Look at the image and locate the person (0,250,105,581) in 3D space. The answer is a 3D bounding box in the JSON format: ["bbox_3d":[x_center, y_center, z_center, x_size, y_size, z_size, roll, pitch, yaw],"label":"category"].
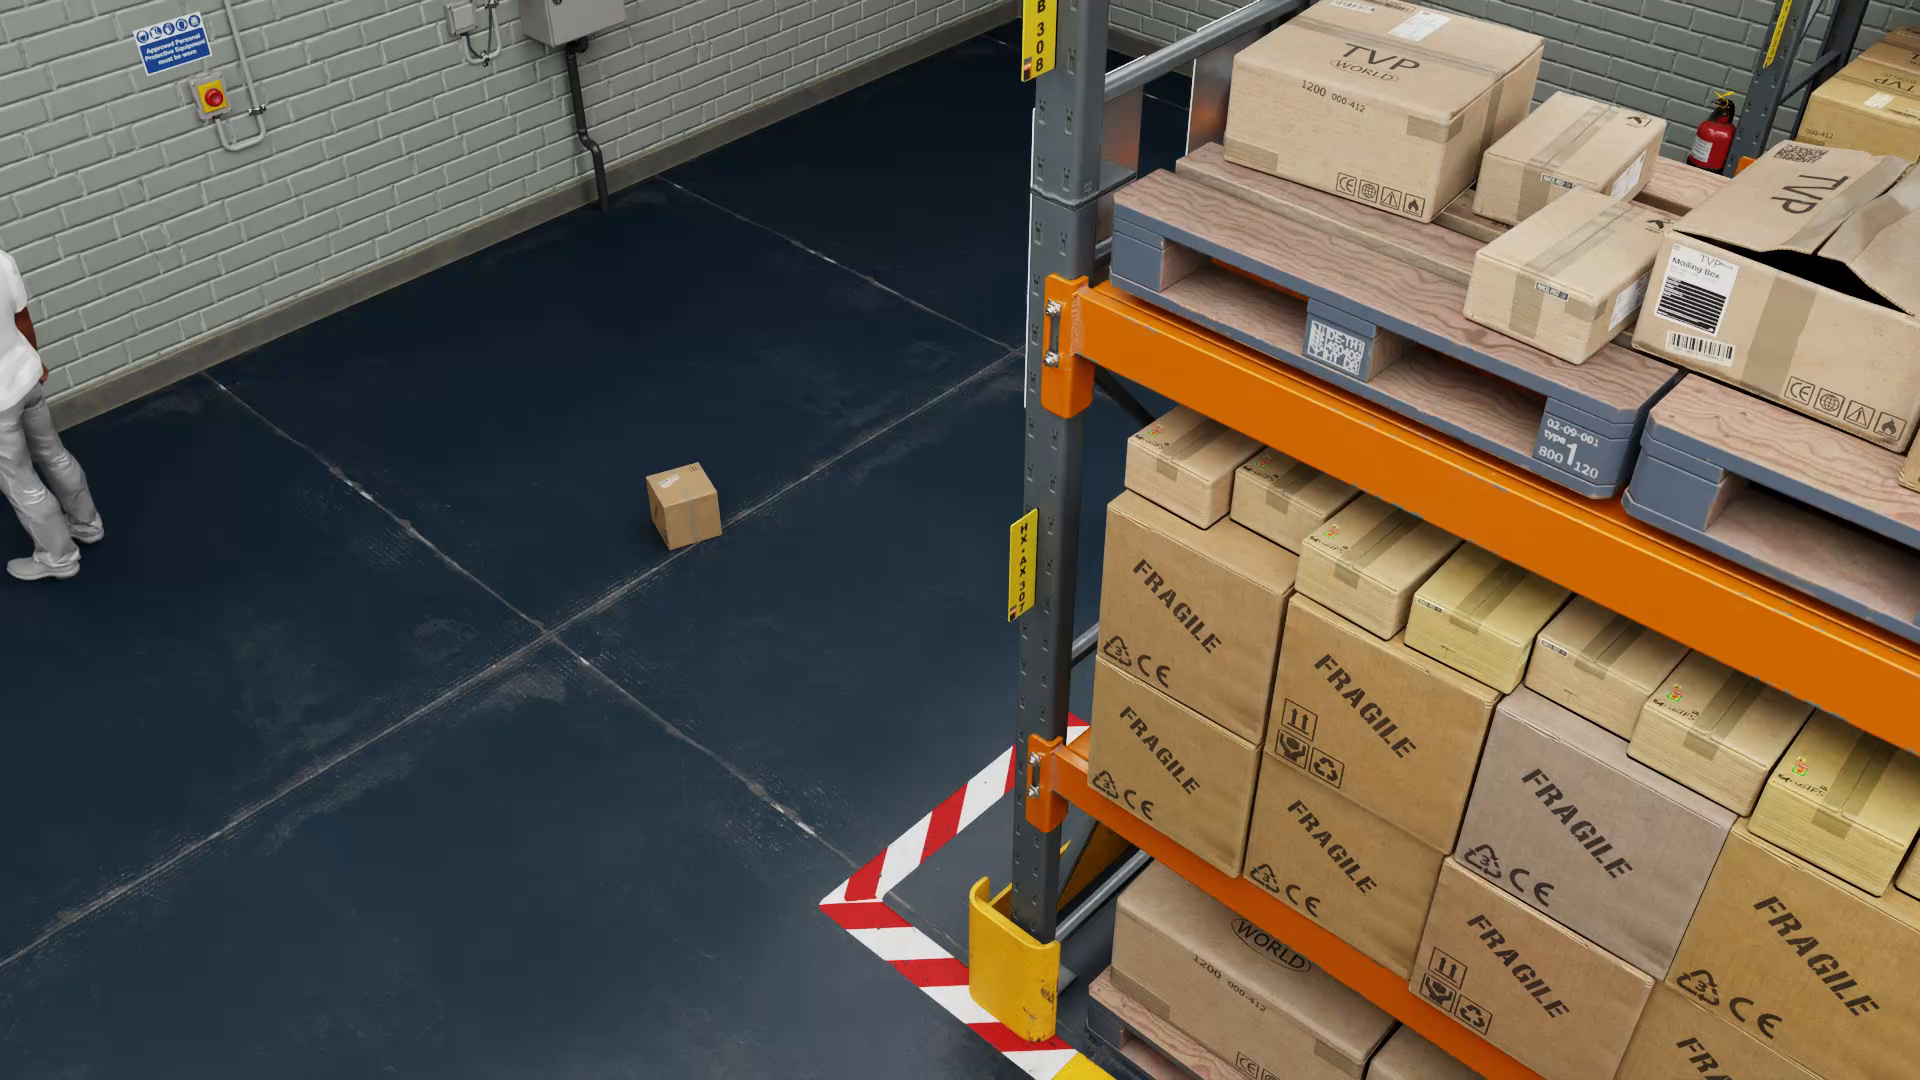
[{"bbox_3d":[-4.008,-0.618,6.891,0.380,1.771,0.568,5,39,6],"label":"person"}]
